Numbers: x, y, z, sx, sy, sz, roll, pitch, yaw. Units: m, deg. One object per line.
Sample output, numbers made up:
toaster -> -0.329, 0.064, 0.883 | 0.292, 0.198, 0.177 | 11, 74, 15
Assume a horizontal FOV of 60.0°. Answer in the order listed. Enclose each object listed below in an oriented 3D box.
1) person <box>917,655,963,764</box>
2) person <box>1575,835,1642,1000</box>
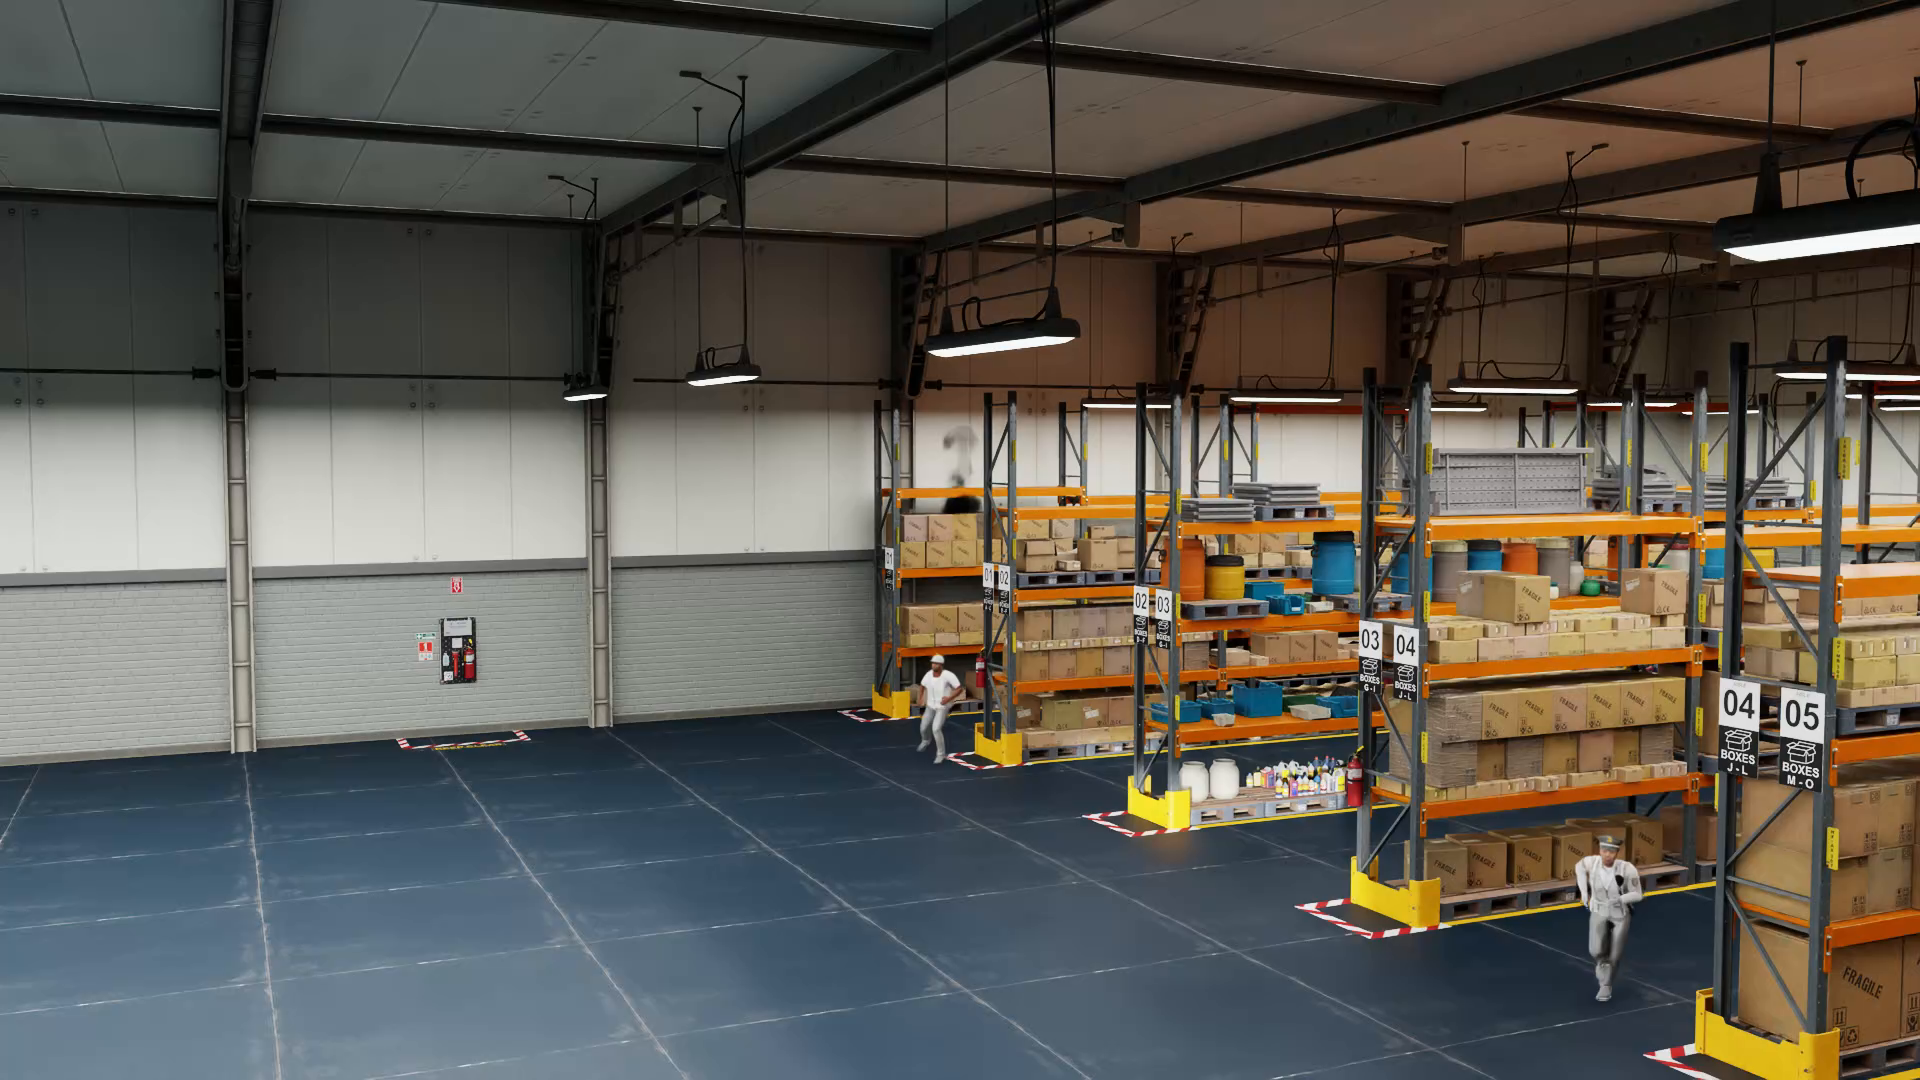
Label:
person -> -0.384, 2.741, 27.191 | 0.904, 1.758, 0.709 | 2, 4, 28
person -> 5.944, 3.472, 15.292 | 0.594, 1.611, 0.681 | 2, 4, 26
